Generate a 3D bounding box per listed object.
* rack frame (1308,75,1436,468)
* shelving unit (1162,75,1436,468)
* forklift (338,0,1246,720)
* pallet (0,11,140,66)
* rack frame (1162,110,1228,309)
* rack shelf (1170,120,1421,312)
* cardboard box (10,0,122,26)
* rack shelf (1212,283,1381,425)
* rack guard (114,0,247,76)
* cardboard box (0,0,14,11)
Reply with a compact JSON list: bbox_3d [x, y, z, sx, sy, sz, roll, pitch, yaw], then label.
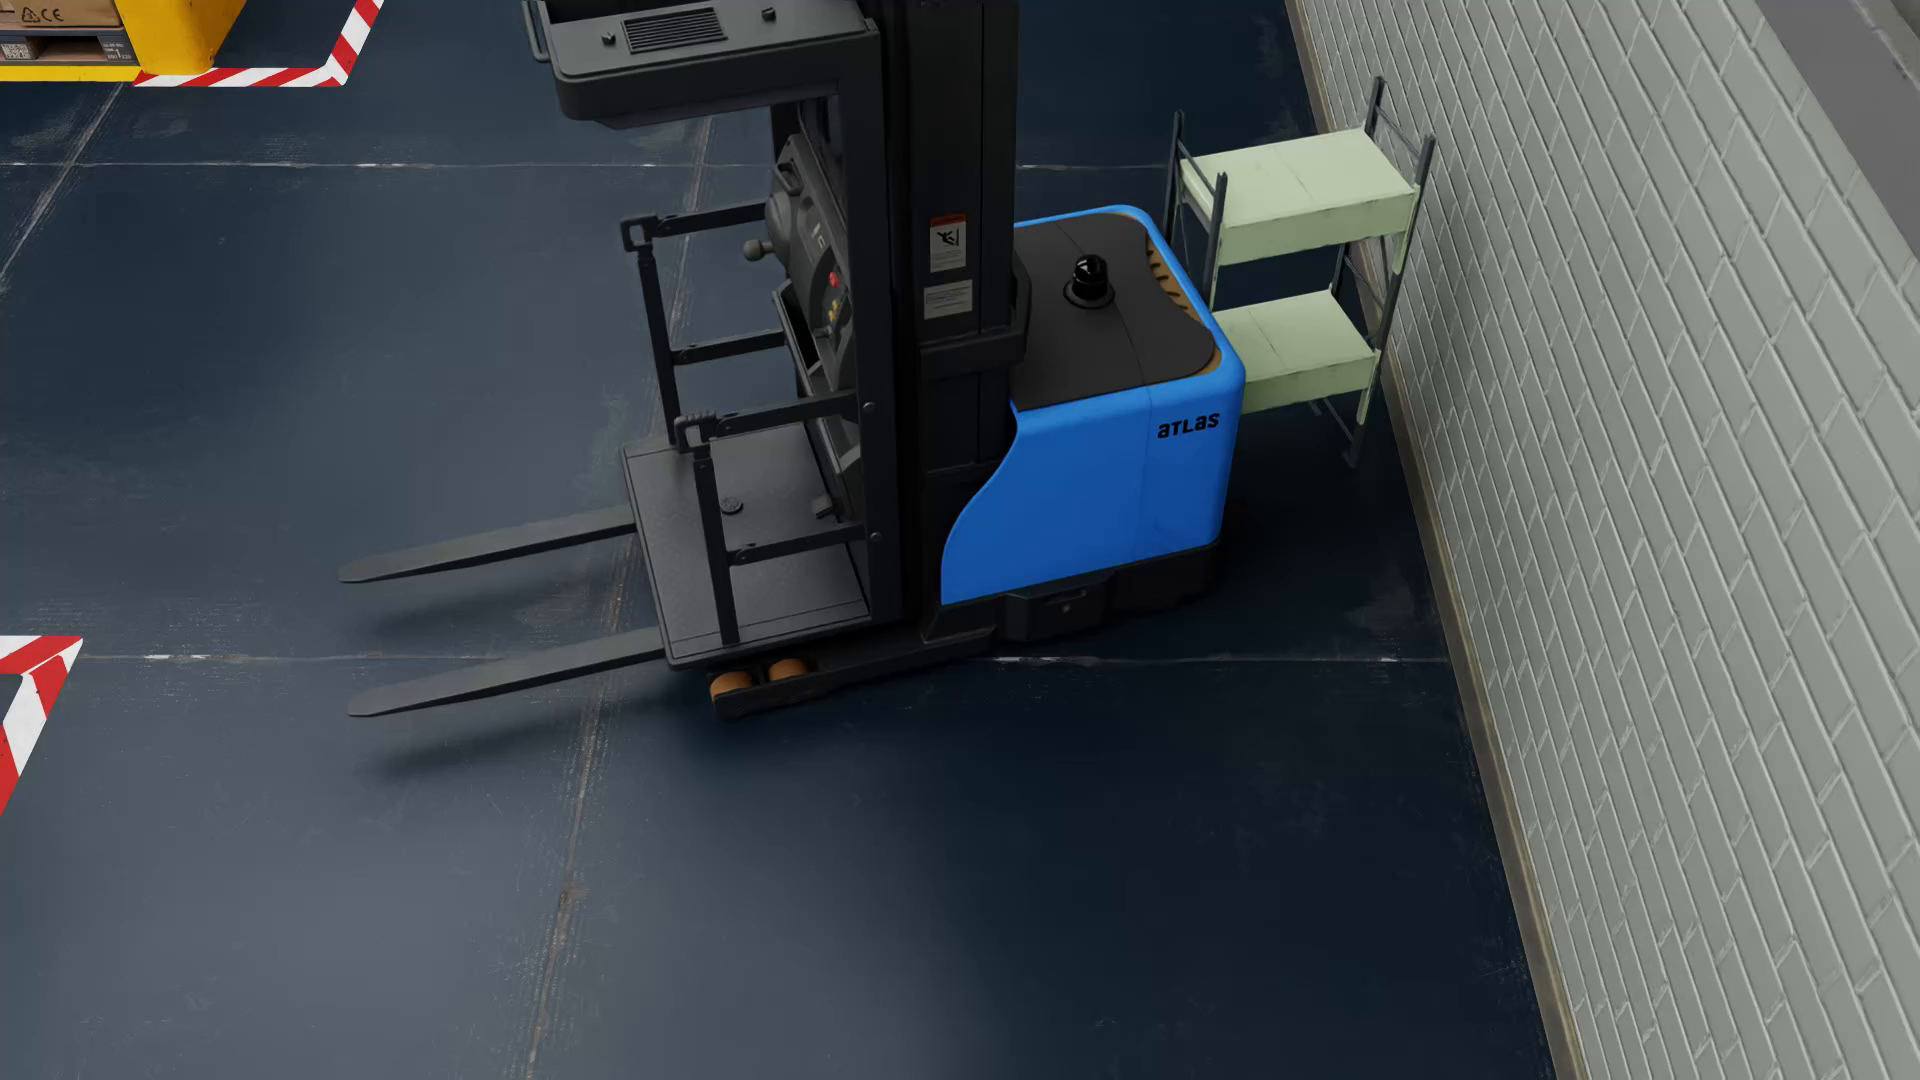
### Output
[{"bbox_3d":[1.484,-0.933,6.094,0.023,1.500,0.400,-12,48,-11],"label":"rack frame"},{"bbox_3d":[1.134,-0.856,6.022,0.755,1.500,0.431,-12,48,-11],"label":"shelving unit"},{"bbox_3d":[-0.641,-0.828,5.018,3.031,2.935,1.130,-12,48,-11],"label":"forklift"},{"bbox_3d":[-4.794,-2.862,8.770,1.213,0.211,1.003,0,47,0],"label":"pallet"},{"bbox_3d":[0.783,-0.779,5.951,0.023,1.500,0.400,-12,48,-11],"label":"rack frame"},{"bbox_3d":[1.134,-1.122,5.737,0.720,0.370,0.431,-12,48,-11],"label":"rack shelf"},{"bbox_3d":[-4.466,-2.930,8.335,0.500,0.500,0.500,0,47,0],"label":"cardboard box"},{"bbox_3d":[1.134,-0.634,6.261,0.720,0.370,0.431,-12,48,-11],"label":"rack shelf"},{"bbox_3d":[-3.997,-2.959,8.663,0.348,0.500,1.175,0,47,0],"label":"rack guard"},{"bbox_3d":[-4.870,-2.883,8.519,0.250,0.166,0.380,0,47,0],"label":"cardboard box"}]
